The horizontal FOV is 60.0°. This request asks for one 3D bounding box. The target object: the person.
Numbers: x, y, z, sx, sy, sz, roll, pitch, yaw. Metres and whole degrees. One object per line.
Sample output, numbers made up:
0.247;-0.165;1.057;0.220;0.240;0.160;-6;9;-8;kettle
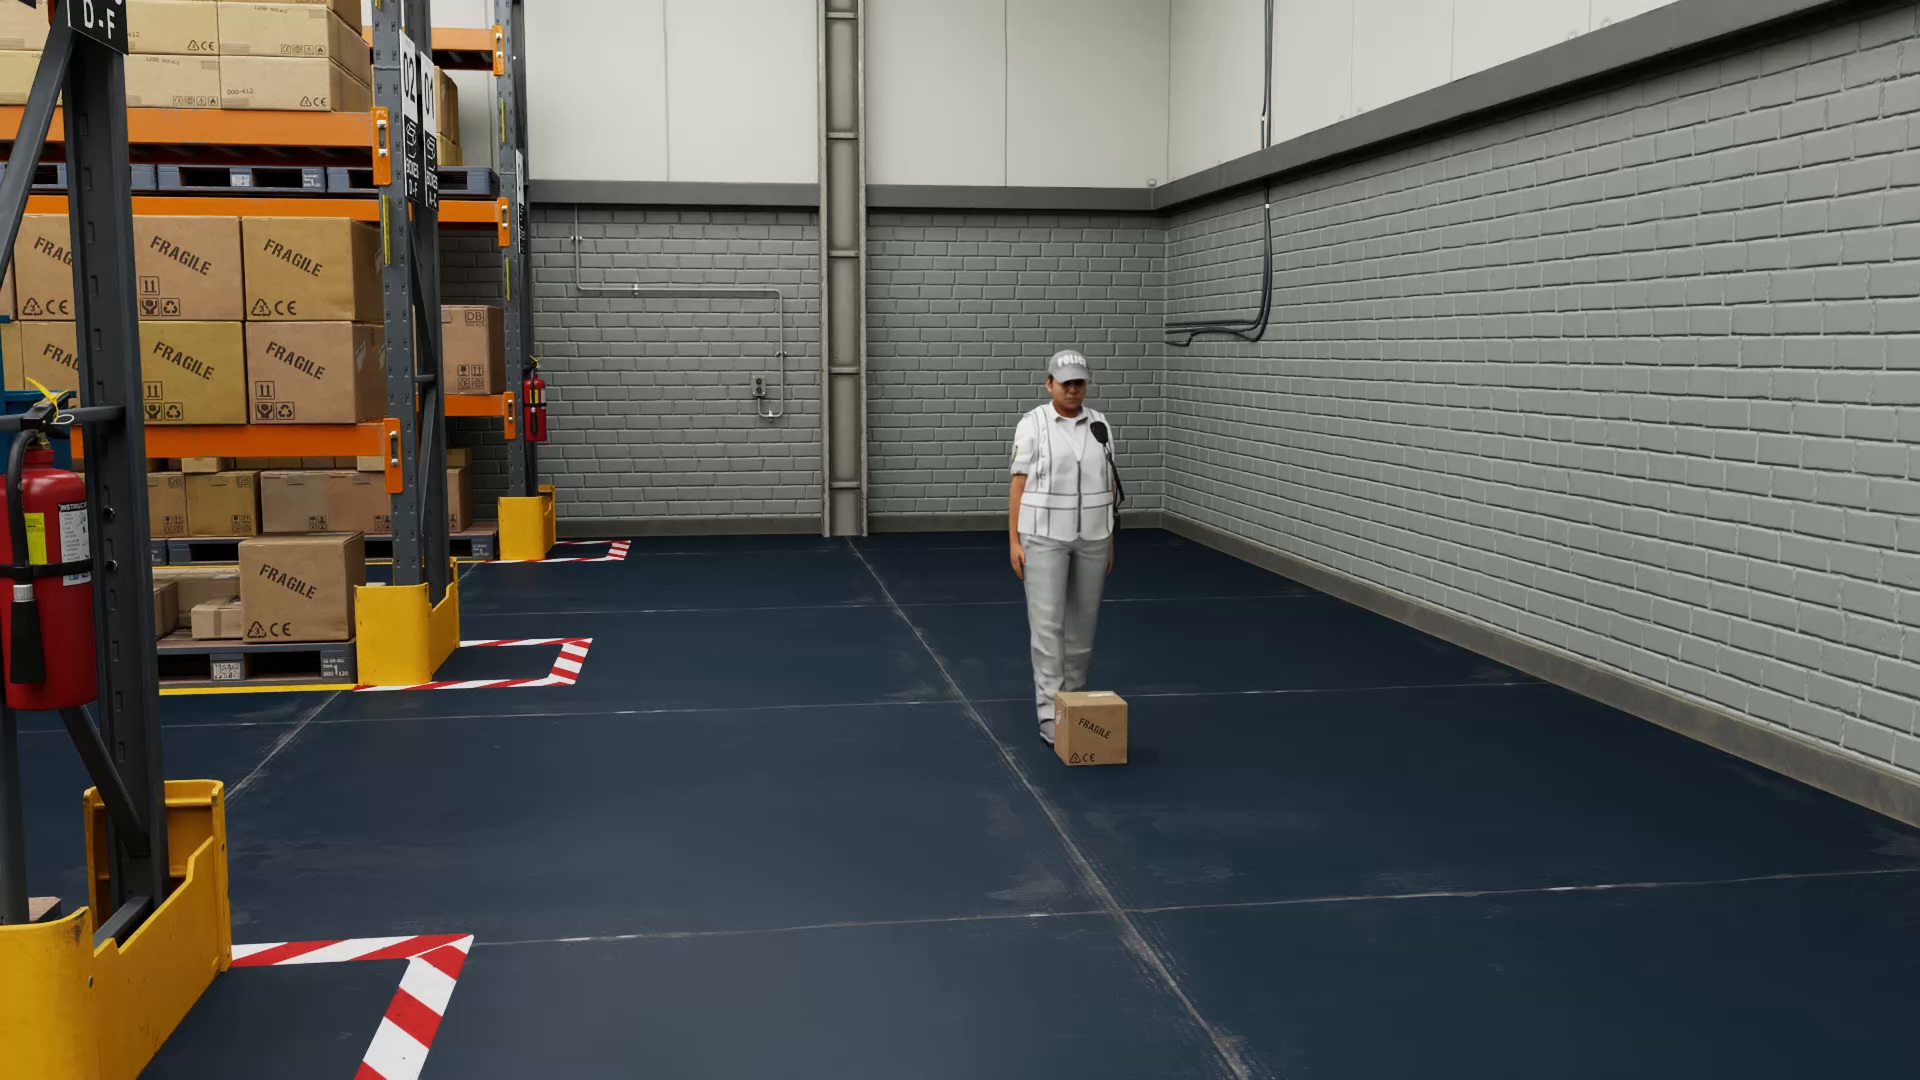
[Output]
0.474;0.019;7.138;0.487;1.661;0.662;-2;7;-15;person
